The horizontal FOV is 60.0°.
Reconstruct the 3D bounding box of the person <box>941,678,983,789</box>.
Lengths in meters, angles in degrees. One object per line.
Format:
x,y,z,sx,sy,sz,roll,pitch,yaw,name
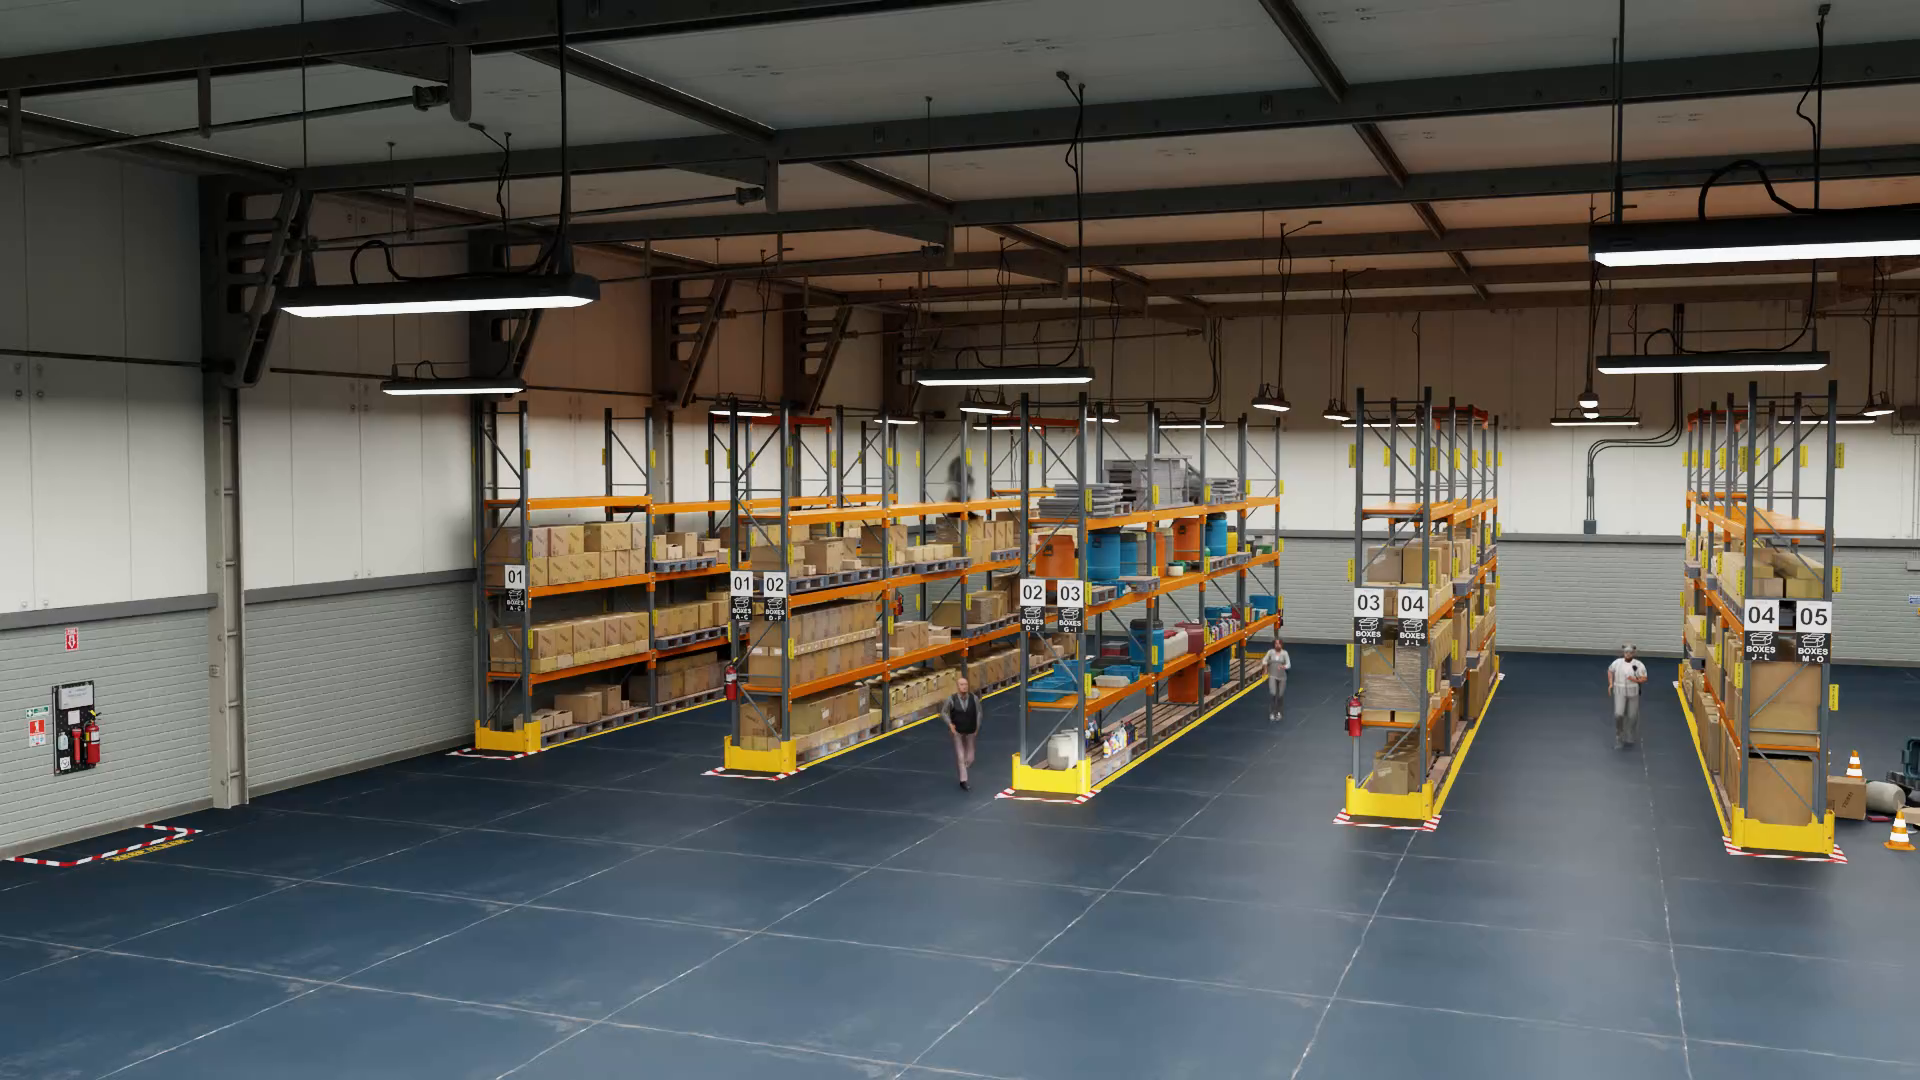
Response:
0.030,2.937,25.395,0.664,1.680,0.625,0,3,-10,person

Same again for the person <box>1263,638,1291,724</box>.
6.019,2.714,31.589,0.504,1.526,0.688,0,3,6,person

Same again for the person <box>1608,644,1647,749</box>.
11.585,2.724,28.883,0.633,1.841,0.760,1,3,22,person
